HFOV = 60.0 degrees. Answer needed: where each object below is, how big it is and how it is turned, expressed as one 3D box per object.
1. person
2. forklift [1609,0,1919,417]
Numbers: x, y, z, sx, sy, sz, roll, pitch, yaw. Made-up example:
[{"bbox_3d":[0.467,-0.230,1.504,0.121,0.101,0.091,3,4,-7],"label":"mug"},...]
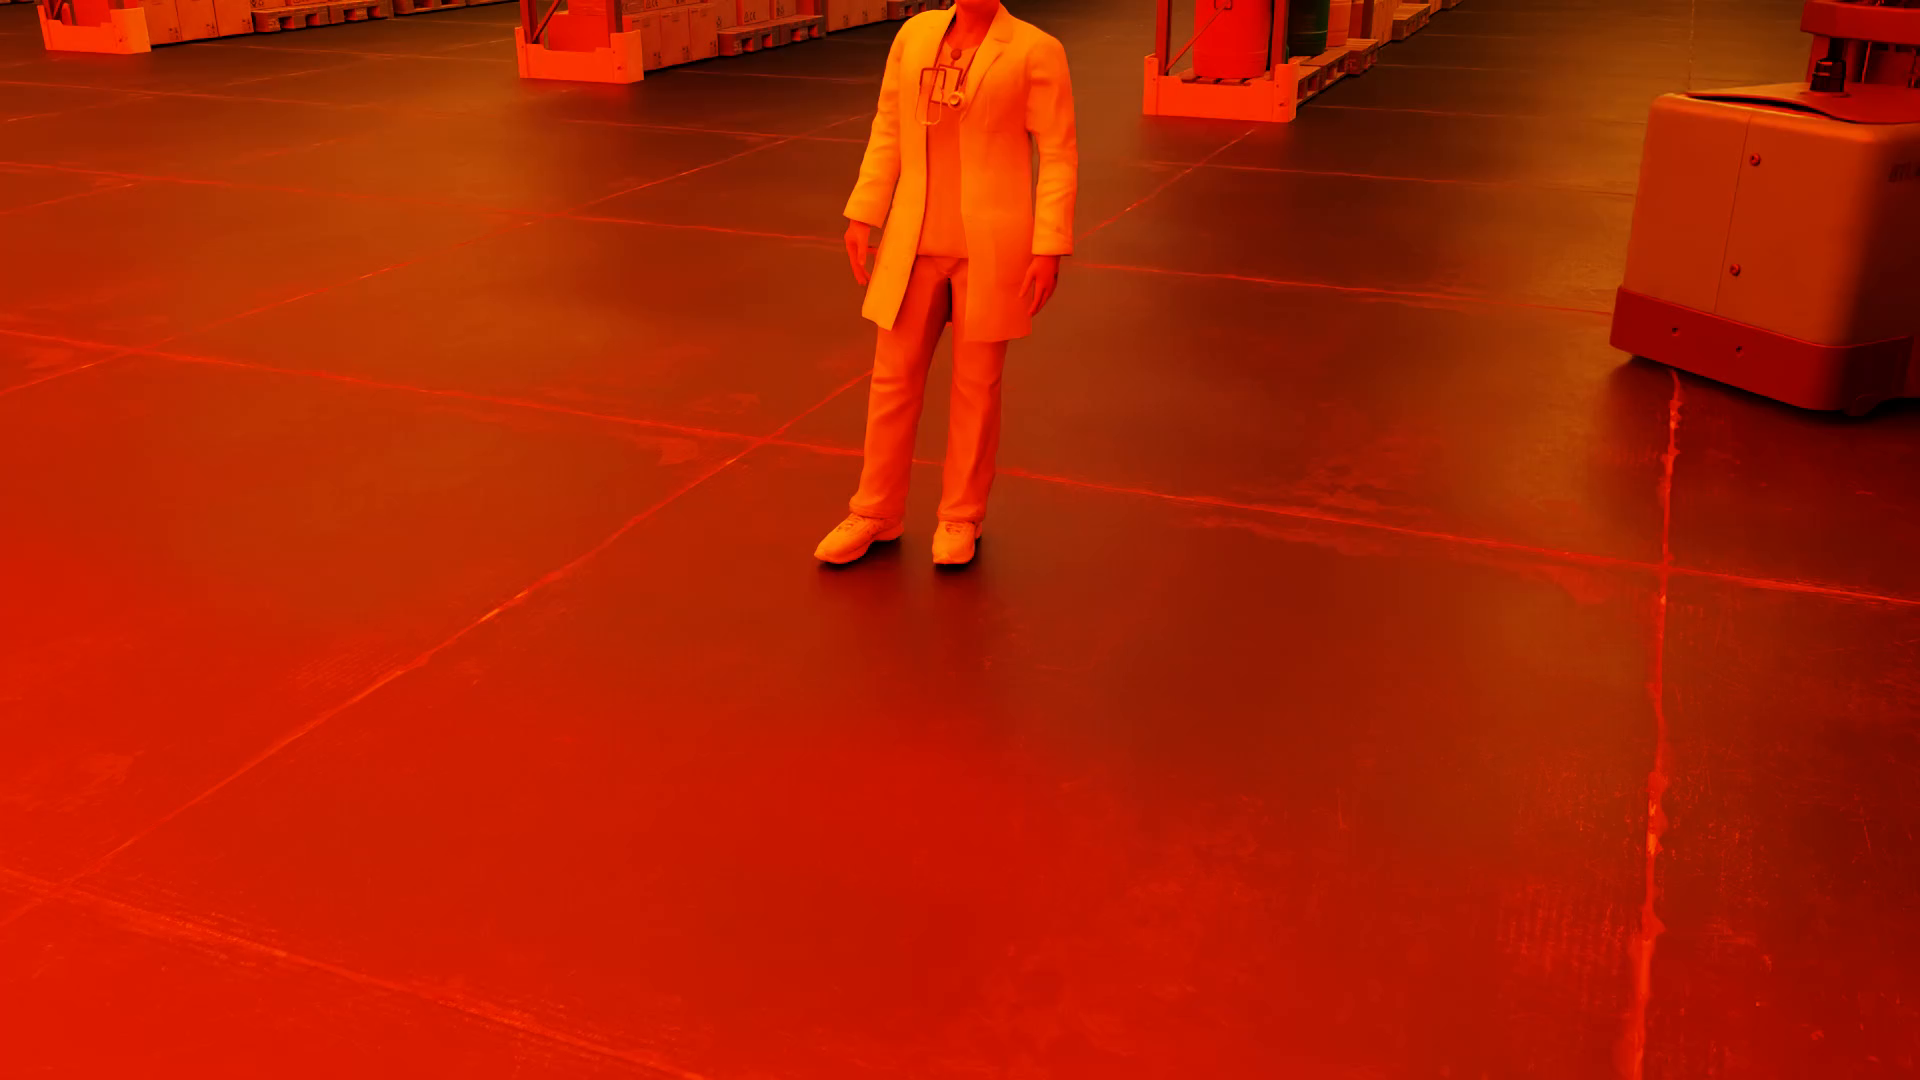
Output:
[{"bbox_3d":[-0.038,-0.795,4.671,0.698,1.777,0.578,9,24,21],"label":"person"},{"bbox_3d":[4.221,-2.180,6.507,3.031,2.935,1.130,-11,25,-24],"label":"forklift"}]
